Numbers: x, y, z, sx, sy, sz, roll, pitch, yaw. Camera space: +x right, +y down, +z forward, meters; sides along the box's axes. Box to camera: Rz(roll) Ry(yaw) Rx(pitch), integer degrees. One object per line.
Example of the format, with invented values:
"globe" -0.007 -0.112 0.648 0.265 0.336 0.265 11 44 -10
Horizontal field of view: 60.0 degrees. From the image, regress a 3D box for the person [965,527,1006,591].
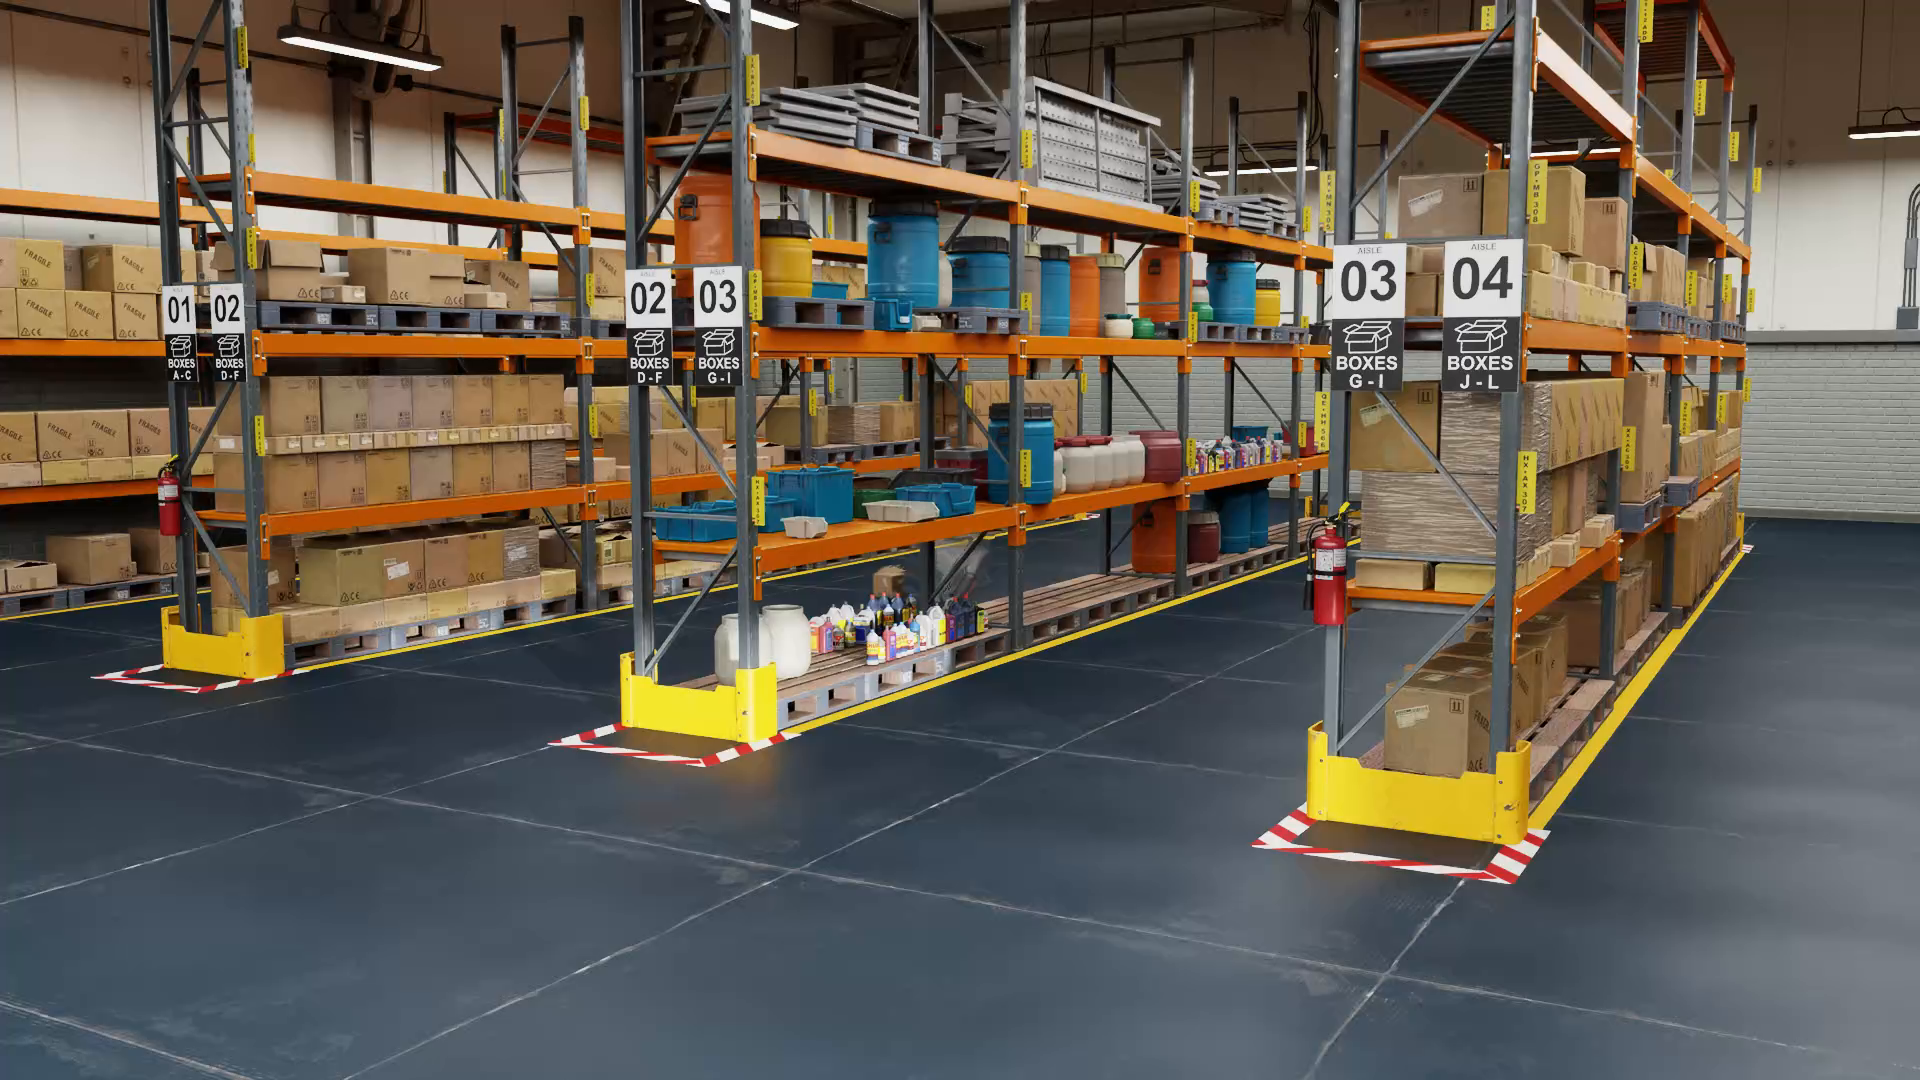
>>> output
"person" 0.217 -0.232 18.670 0.516 1.603 1.015 3 7 26
